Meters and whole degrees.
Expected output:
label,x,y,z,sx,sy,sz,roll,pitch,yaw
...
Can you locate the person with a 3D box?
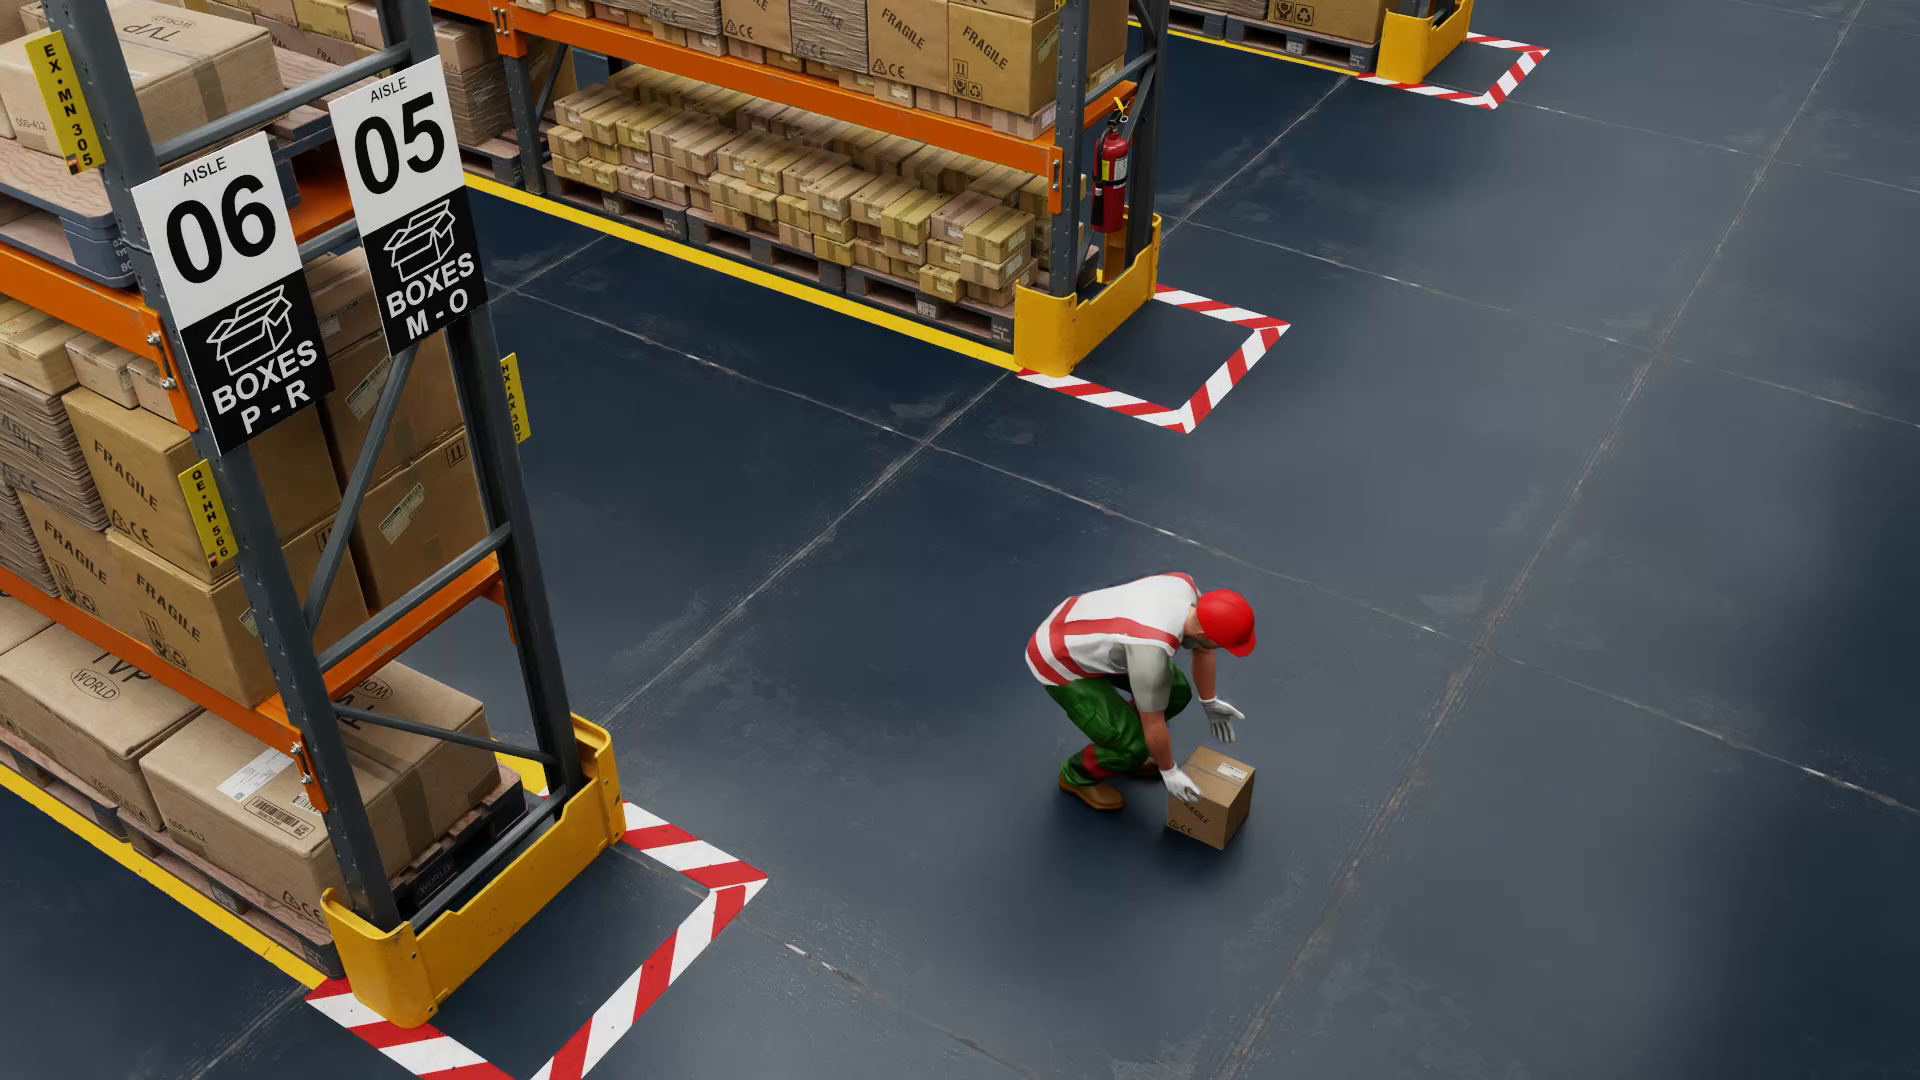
label,x,y,z,sx,sy,sz,roll,pitch,yaw
person,0.700,0.545,6.513,0.863,1.116,0.582,21,43,25
